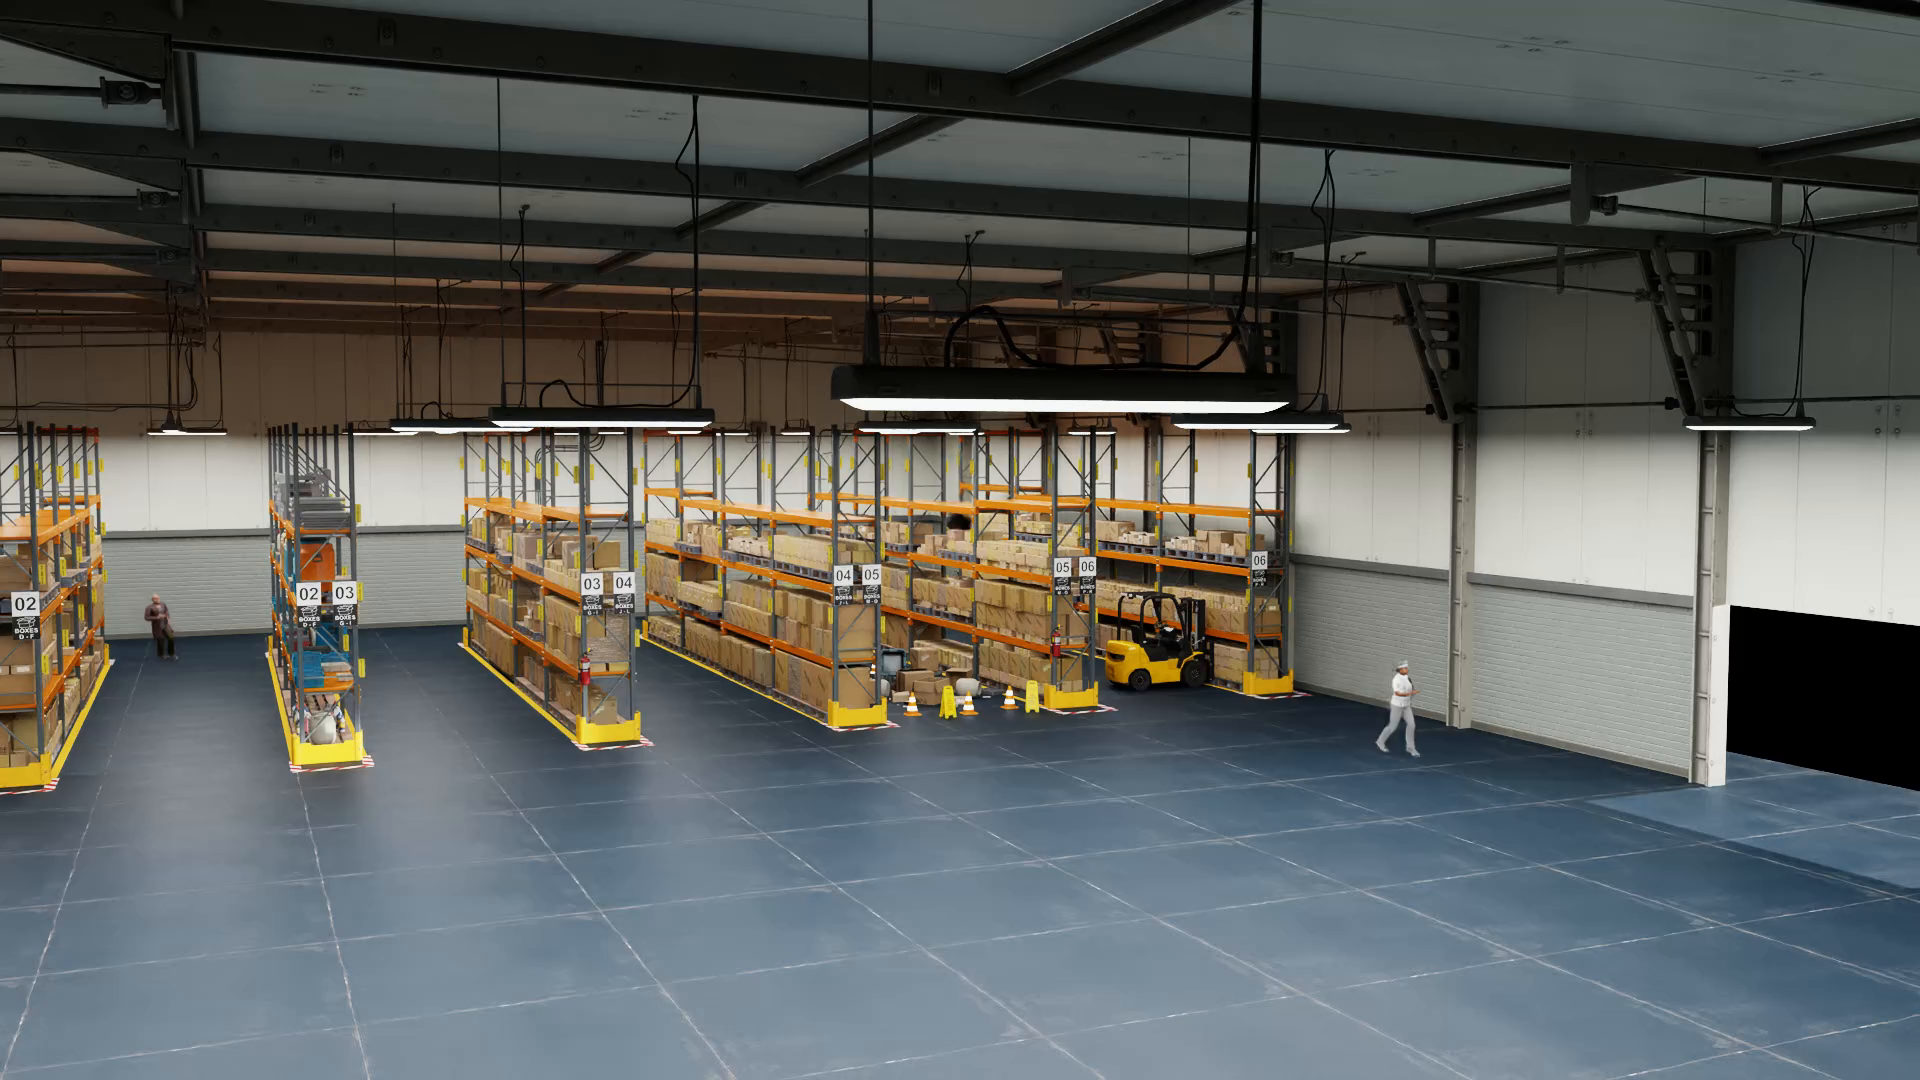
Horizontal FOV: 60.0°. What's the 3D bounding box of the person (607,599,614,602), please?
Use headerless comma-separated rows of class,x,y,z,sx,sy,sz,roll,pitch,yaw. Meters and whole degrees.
person,-9.543,2.063,45.699,0.707,1.844,0.826,-1,4,-21

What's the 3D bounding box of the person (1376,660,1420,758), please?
person,7.926,3.031,30.049,0.817,1.750,0.579,3,5,43

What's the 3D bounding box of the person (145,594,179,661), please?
person,-20.560,2.248,42.673,0.731,1.744,0.764,3,5,41
